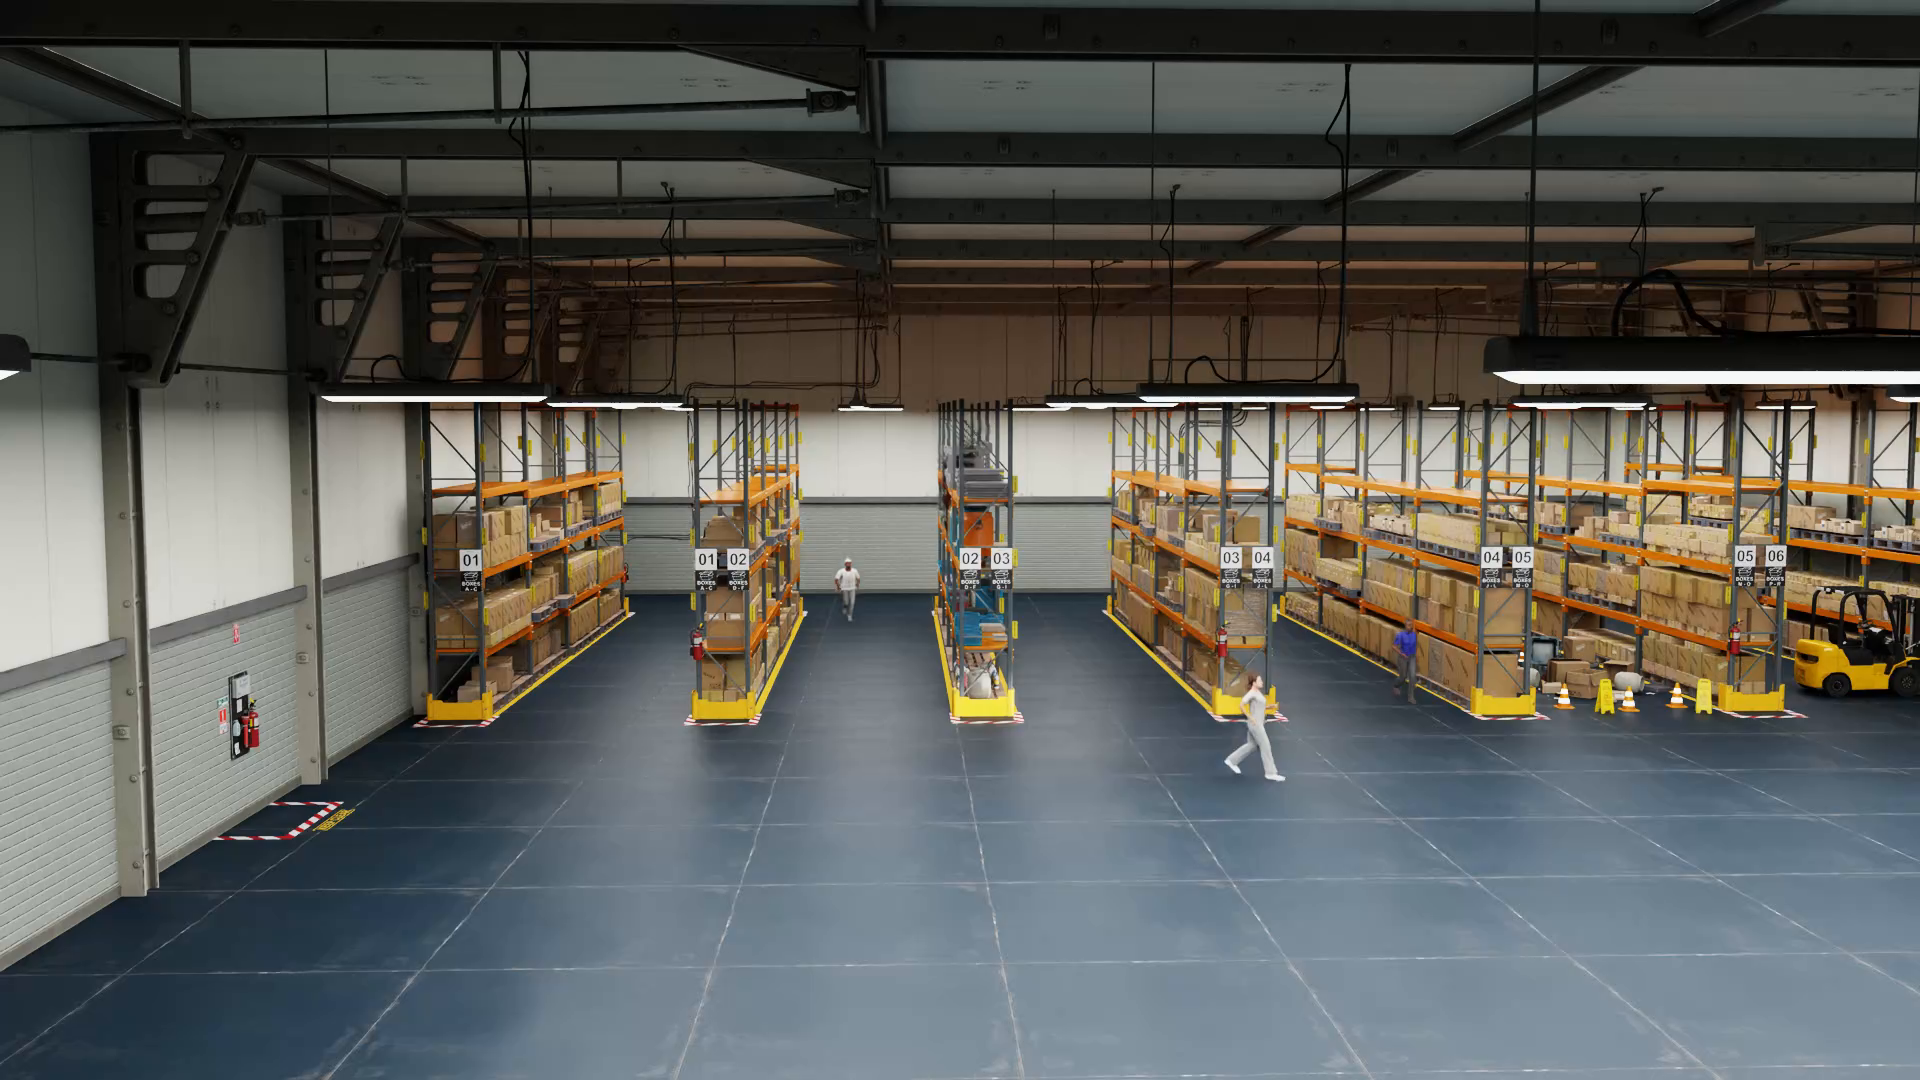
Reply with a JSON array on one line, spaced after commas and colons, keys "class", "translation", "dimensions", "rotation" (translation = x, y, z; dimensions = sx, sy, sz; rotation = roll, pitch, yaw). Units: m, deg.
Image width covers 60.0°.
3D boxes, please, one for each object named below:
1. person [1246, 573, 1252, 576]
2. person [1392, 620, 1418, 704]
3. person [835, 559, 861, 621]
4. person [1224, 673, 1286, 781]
[{"class": "person", "translation": [7.926, 1.197, 47.521], "dimensions": [0.792, 1.706, 1.134], "rotation": [3, 5, 37]}, {"class": "person", "translation": [8.883, 2.398, 33.102], "dimensions": [0.591, 1.649, 0.831], "rotation": [-1, 4, -9]}, {"class": "person", "translation": [-3.096, 1.375, 46.096], "dimensions": [0.717, 1.730, 0.609], "rotation": [-1, 4, -14]}, {"class": "person", "translation": [4.603, 2.894, 25.929], "dimensions": [0.969, 1.655, 0.564], "rotation": [1, 5, 18]}]
